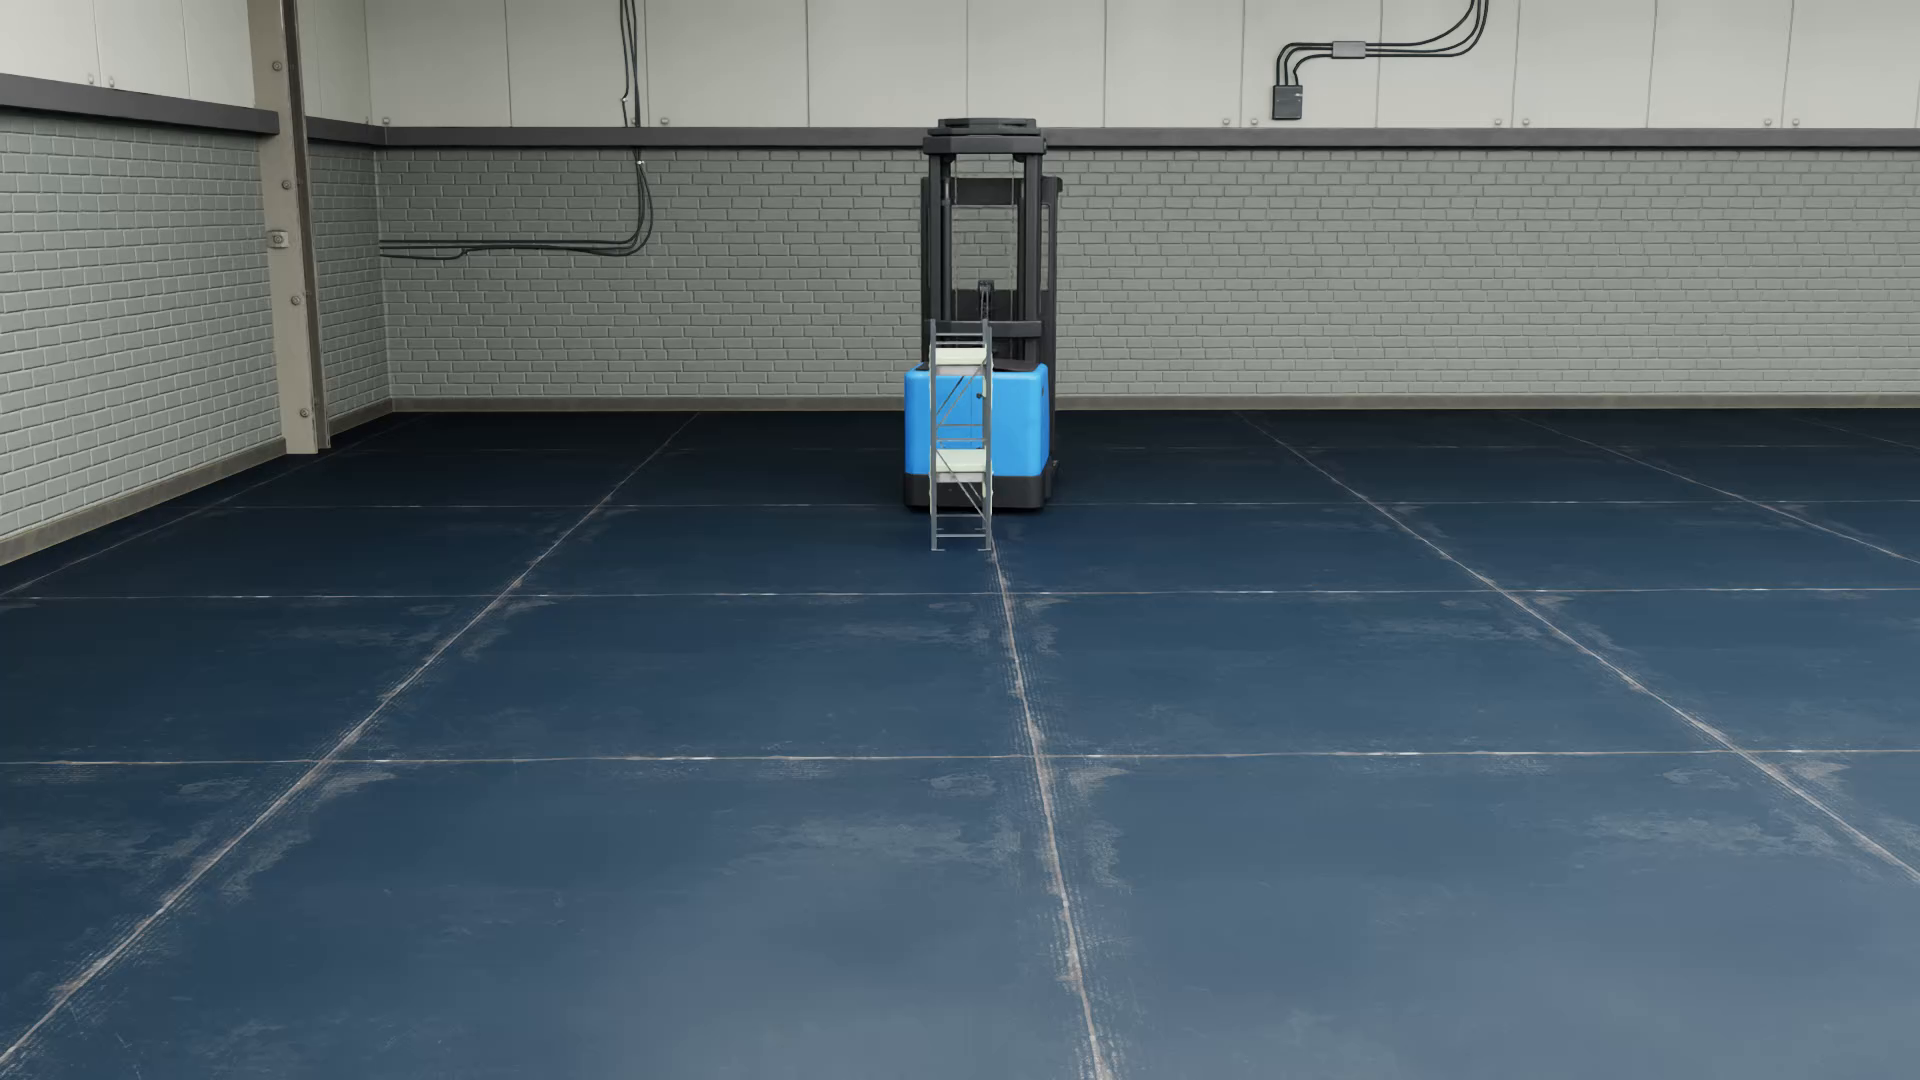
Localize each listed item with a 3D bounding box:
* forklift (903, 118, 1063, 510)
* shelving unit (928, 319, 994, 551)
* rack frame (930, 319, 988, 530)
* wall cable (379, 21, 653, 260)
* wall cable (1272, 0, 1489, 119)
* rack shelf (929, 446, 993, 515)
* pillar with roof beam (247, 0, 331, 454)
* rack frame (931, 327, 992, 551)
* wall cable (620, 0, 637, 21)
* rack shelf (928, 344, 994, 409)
[{"bbox_3d":[0.259,-1.910,13.603,1.130,2.935,3.031,1,12,7],"label":"forklift"},{"bbox_3d":[0.000,-0.736,11.417,0.431,1.500,0.755,0,11,-1],"label":"shelving unit"},{"bbox_3d":[-0.008,-0.809,11.775,0.400,1.500,0.023,0,11,-1],"label":"rack frame"},{"bbox_3d":[-4.916,-4.326,18.061,3.097,2.526,0.112,0,11,-1],"label":"wall cable"},{"bbox_3d":[4.575,-7.551,17.591,2.305,6.003,0.169,0,11,-1],"label":"wall cable"},{"bbox_3d":[0.000,-0.417,11.481,0.431,0.370,0.720,0,11,-1],"label":"rack shelf"},{"bbox_3d":[-1.873,-5.275,14.926,9.100,9.000,0.400,0,11,-1],"label":"pillar with roof beam"},{"bbox_3d":[0.007,-0.664,11.058,0.400,1.500,0.023,0,11,-1],"label":"rack frame"},{"bbox_3d":[-2.212,-6.813,17.614,3.097,2.526,0.112,0,11,-1],"label":"wall cable"},{"bbox_3d":[0.000,-1.119,11.339,0.431,0.370,0.720,0,11,-1],"label":"rack shelf"}]
